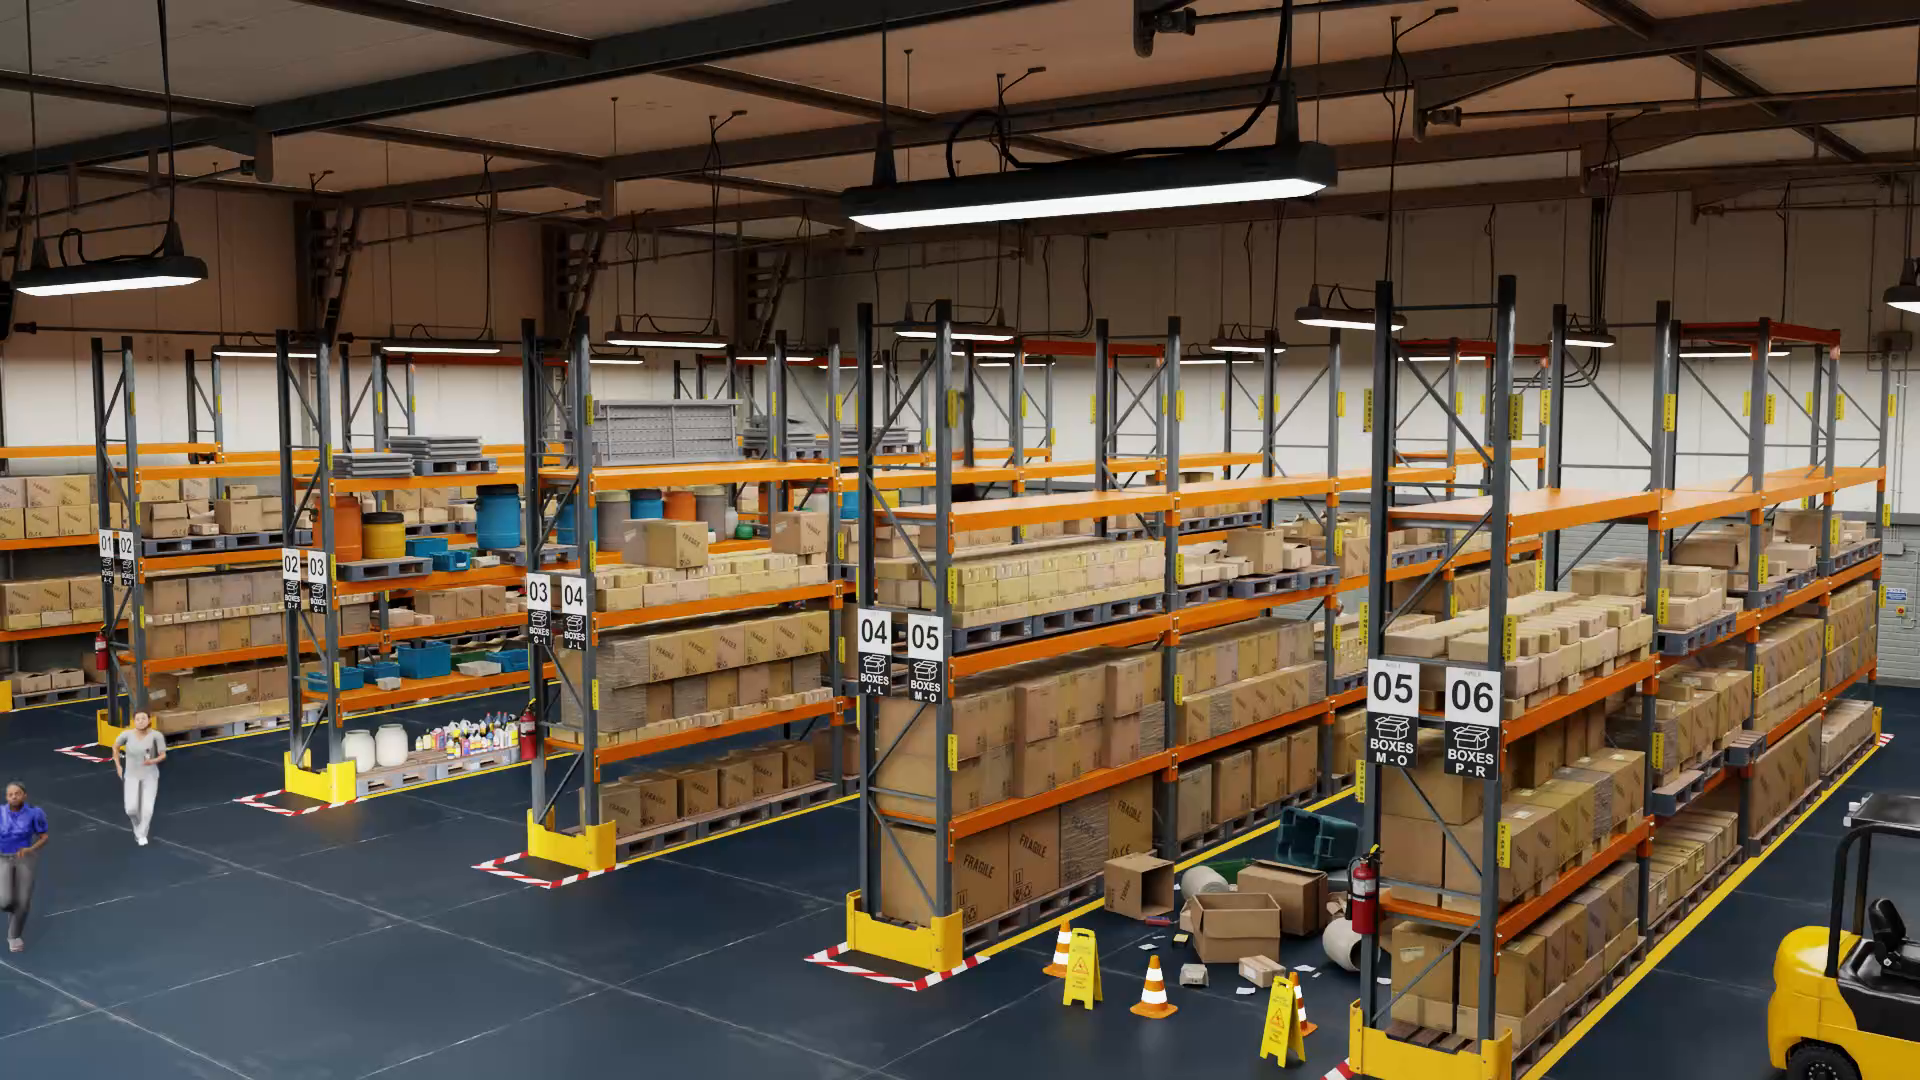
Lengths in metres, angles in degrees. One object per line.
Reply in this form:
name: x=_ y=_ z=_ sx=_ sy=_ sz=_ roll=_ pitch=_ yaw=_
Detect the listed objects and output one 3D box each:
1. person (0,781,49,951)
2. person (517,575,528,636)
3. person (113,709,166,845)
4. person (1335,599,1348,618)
person: x=-8.803 y=3.035 z=15.450 sx=0.616 sy=1.605 sz=0.626 roll=-2 pitch=5 yaw=-25
person: x=-8.299 y=1.517 z=32.197 sx=0.651 sy=1.709 sz=0.893 roll=3 pitch=6 yaw=33
person: x=-9.311 y=2.704 z=18.892 sx=0.556 sy=1.603 sz=0.640 roll=-2 pitch=5 yaw=-24
person: x=6.548 y=1.846 z=28.869 sx=0.600 sy=1.628 sz=0.538 roll=4 pitch=6 yaw=36
